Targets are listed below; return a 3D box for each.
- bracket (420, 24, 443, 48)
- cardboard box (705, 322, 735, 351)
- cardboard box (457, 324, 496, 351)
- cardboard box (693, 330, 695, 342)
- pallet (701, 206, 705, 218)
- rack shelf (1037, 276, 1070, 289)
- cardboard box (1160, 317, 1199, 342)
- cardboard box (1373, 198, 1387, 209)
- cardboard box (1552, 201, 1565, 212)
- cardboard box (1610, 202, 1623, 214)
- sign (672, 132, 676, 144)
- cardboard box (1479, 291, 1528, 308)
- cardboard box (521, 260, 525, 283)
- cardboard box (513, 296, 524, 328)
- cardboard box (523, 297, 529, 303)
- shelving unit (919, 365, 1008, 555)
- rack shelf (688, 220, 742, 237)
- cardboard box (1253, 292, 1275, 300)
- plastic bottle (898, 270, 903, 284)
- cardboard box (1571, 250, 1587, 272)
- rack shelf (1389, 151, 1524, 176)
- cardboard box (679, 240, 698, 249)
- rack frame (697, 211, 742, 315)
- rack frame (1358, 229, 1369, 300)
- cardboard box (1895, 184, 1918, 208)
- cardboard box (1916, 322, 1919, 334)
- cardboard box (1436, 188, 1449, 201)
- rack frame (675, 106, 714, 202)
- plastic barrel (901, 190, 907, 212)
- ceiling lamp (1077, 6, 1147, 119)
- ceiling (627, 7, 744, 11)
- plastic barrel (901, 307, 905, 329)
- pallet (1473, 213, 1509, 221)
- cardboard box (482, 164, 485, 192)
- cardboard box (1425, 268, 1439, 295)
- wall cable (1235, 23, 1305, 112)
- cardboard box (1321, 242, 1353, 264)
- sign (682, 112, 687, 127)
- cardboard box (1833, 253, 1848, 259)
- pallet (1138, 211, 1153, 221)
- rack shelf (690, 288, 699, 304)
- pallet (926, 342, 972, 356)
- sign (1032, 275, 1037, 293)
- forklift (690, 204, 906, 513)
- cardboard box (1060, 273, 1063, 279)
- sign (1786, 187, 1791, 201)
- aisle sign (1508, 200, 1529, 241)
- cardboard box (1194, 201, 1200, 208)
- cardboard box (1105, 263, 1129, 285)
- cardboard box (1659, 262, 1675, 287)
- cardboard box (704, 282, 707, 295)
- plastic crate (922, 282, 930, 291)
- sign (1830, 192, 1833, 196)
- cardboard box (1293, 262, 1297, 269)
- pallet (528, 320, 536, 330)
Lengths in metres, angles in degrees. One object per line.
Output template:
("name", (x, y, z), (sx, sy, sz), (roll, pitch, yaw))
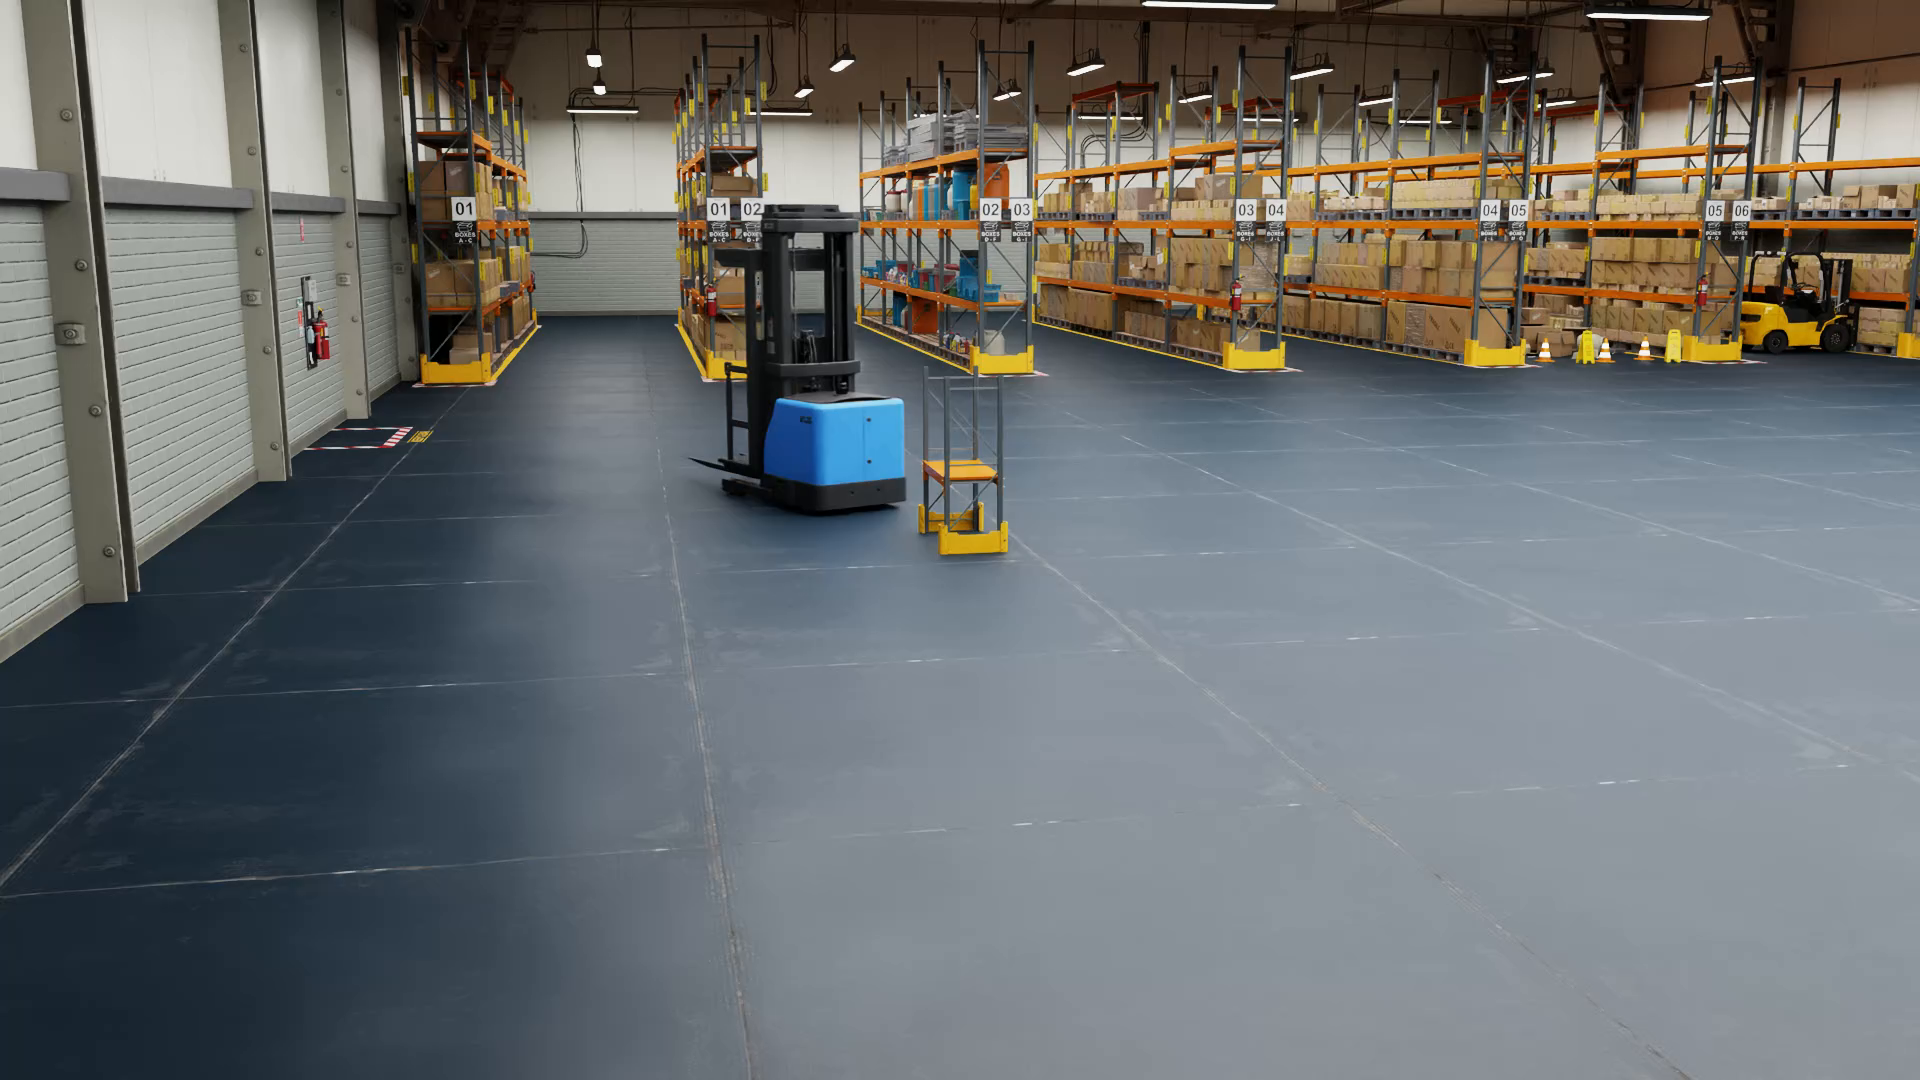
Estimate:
("bracket", (-10.096, -9.626, 31.576), (0.076, 0.066, 4.783), (-2, 11, -11))
("cardboard box", (-4.415, -3.744, 30.571), (0.500, 0.500, 0.500), (-2, 11, -11))
("cardboard box", (-9.815, -4.108, 33.767), (0.700, 0.500, 0.500), (-2, 11, -9))
("cardboard box", (-5.556, -4.462, 36.345), (0.500, 0.250, 0.500), (-2, 11, -13))
("pallet", (-4.372, -6.218, 31.556), (1.003, 0.211, 1.213), (-2, 11, -11))
("rack shelf", (2.976, -7.007, 45.410), (1.077, 0.370, 4.000), (-2, 11, -11))
("cardboard box", (4.822, -4.628, 36.495), (0.700, 0.500, 0.500), (-3, 11, -15))
("cardboard box", (9.511, -7.467, 36.892), (0.500, 0.250, 0.500), (-2, 11, -10))
("cardboard box", (14.194, -7.781, 38.810), (0.500, 0.250, 0.500), (-2, 11, -10))
("cardboard box", (14.568, -7.247, 36.335), (0.500, 0.250, 0.500), (-2, 11, -11))
("sign", (-7.663, -10.792, 44.622), (0.100, 0.325, 0.005), (-2, 11, -11))
("cardboard box", (13.811, -5.912, 42.296), (0.875, 0.875, 0.875), (-2, 11, -12))
("cardboard box", (-11.301, -6.700, 41.075), (0.980, 0.700, 0.700), (-2, 11, -10))
("cardboard box", (-10.958, -5.489, 40.137), (0.750, 0.750, 0.750), (-2, 11, -10))
("cardboard box", (-11.501, -6.295, 43.575), (0.380, 0.149, 0.250), (-2, 11, -9))
("shelving unit", (0.015, -0.723, 14.483), (0.587, 1.500, 1.083), (-2, 11, -11))
("rack shelf", (-5.186, -6.653, 35.532), (1.077, 0.370, 4.000), (-2, 11, -11))
("cardboard box", (5.877, -4.730, 32.196), (0.380, 0.149, 0.250), (-2, 11, -11))
("plastic bottle", (-1.425, -6.354, 40.191), (0.144, 0.351, 0.185), (-2, 11, -11))
("cardboard box", (14.327, -6.364, 37.925), (0.500, 0.500, 0.500), (-2, 11, -12))
("rack shelf", (10.195, -7.718, 34.174), (1.077, 0.370, 4.000), (-2, 11, -11))
("cardboard box", (-7.303, -7.817, 44.800), (0.500, 0.500, 0.500), (-2, 11, -9))
("rack frame", (-4.797, -5.166, 33.818), (1.000, 3.000, 0.127), (-2, 11, -11))
("rack frame", (12.308, -8.087, 49.164), (1.000, 3.000, 0.127), (-2, 11, -11))
("cardboard box", (19.962, -7.184, 34.740), (0.500, 0.500, 0.500), (-2, 11, -9))
("cardboard box", (20.400, -4.529, 35.362), (0.500, 0.250, 0.500), (-2, 11, -10))
("cardboard box", (10.021, -7.019, 33.744), (0.500, 0.250, 0.500), (-2, 11, -11))
("rack frame", (-7.131, -10.314, 44.820), (1.000, 3.000, 0.127), (-2, 11, -11))
("plastic barrel", (-1.208, -8.146, 39.962), (0.433, 0.535, 0.433), (0, 11, 0))
("ceiling lamp", (4.552, -14.126, 49.235), (2.000, 3.185, 0.800), (-2, 11, -11))
("ceiling", (-6.315, -15.279, 46.838), (6.000, 0.001, 6.000), (-2, 11, -11))
("plastic barrel", (-1.245, -5.460, 40.892), (0.421, 0.512, 0.421), (0, 11, 0))
("pallet", (13.686, -8.117, 41.802), (1.213, 0.211, 1.003), (-2, 11, -8))
("cardboard box", (-8.873, -6.543, 30.031), (0.500, 0.500, 0.500), (-2, 11, -9))
("cardboard box", (10.209, -5.397, 34.630), (0.875, 0.550, 0.500), (-2, 11, -11))
("wall cable", (9.898, -15.271, 53.210), (2.355, 3.000, 0.029), (-2, 11, -11))
("cardboard box", (9.105, -6.879, 39.874), (0.700, 0.500, 0.500), (-2, 11, -11))
("sign", (-6.105, -9.323, 36.904), (0.100, 0.325, 0.005), (-2, 11, -11))
("cardboard box", (19.609, -6.279, 36.865), (0.380, 0.149, 0.250), (-2, 11, -11))
("pallet", (4.700, -7.214, 37.058), (1.213, 0.211, 1.003), (-2, 11, -11))
("rack shelf", (-5.186, -5.180, 35.812), (1.077, 0.370, 4.000), (-2, 11, -11))
("pallet", (-0.128, -4.119, 35.771), (1.003, 0.211, 1.213), (-2, 11, -11))
("sign", (1.381, -4.767, 30.981), (0.100, 0.325, 0.005), (-2, 11, -11))
("forklift", (-1.802, -1.926, 16.977), (1.130, 2.935, 3.031), (-8, 13, -35))
("cardboard box", (2.884, -7.008, 44.166), (0.380, 0.149, 0.250), (-2, 11, -12))
("sign", (18.979, -7.928, 38.081), (0.100, 0.325, 0.005), (-2, 11, -11))
("aisle sign", (10.892, -6.229, 32.449), (0.394, 0.787, 0.004), (-2, 11, -11))
("cardboard box", (4.972, -6.813, 33.782), (0.380, 0.149, 0.250), (-2, 11, -12))
("cardboard box", (3.804, -6.390, 39.980), (0.500, 0.500, 0.500), (-2, 11, -9))
("cardboard box", (14.951, -5.529, 34.663), (0.500, 0.500, 0.500), (-2, 11, -11))
("cardboard box", (-5.148, -5.255, 34.643), (0.396, 0.266, 0.258), (-2, 11, -12))
("plastic crate", (-0.553, -5.551, 36.405), (0.450, 0.188, 0.662), (-2, 11, -11))
("sign", (20.054, -7.854, 38.324), (0.100, 0.325, 0.005), (-2, 11, -11))
("cardboard box", (8.431, -6.773, 41.014), (0.380, 0.149, 0.250), (-2, 11, -9))
("pallet", (-11.757, -5.673, 43.936), (1.003, 0.211, 1.213), (-2, 11, -11))
